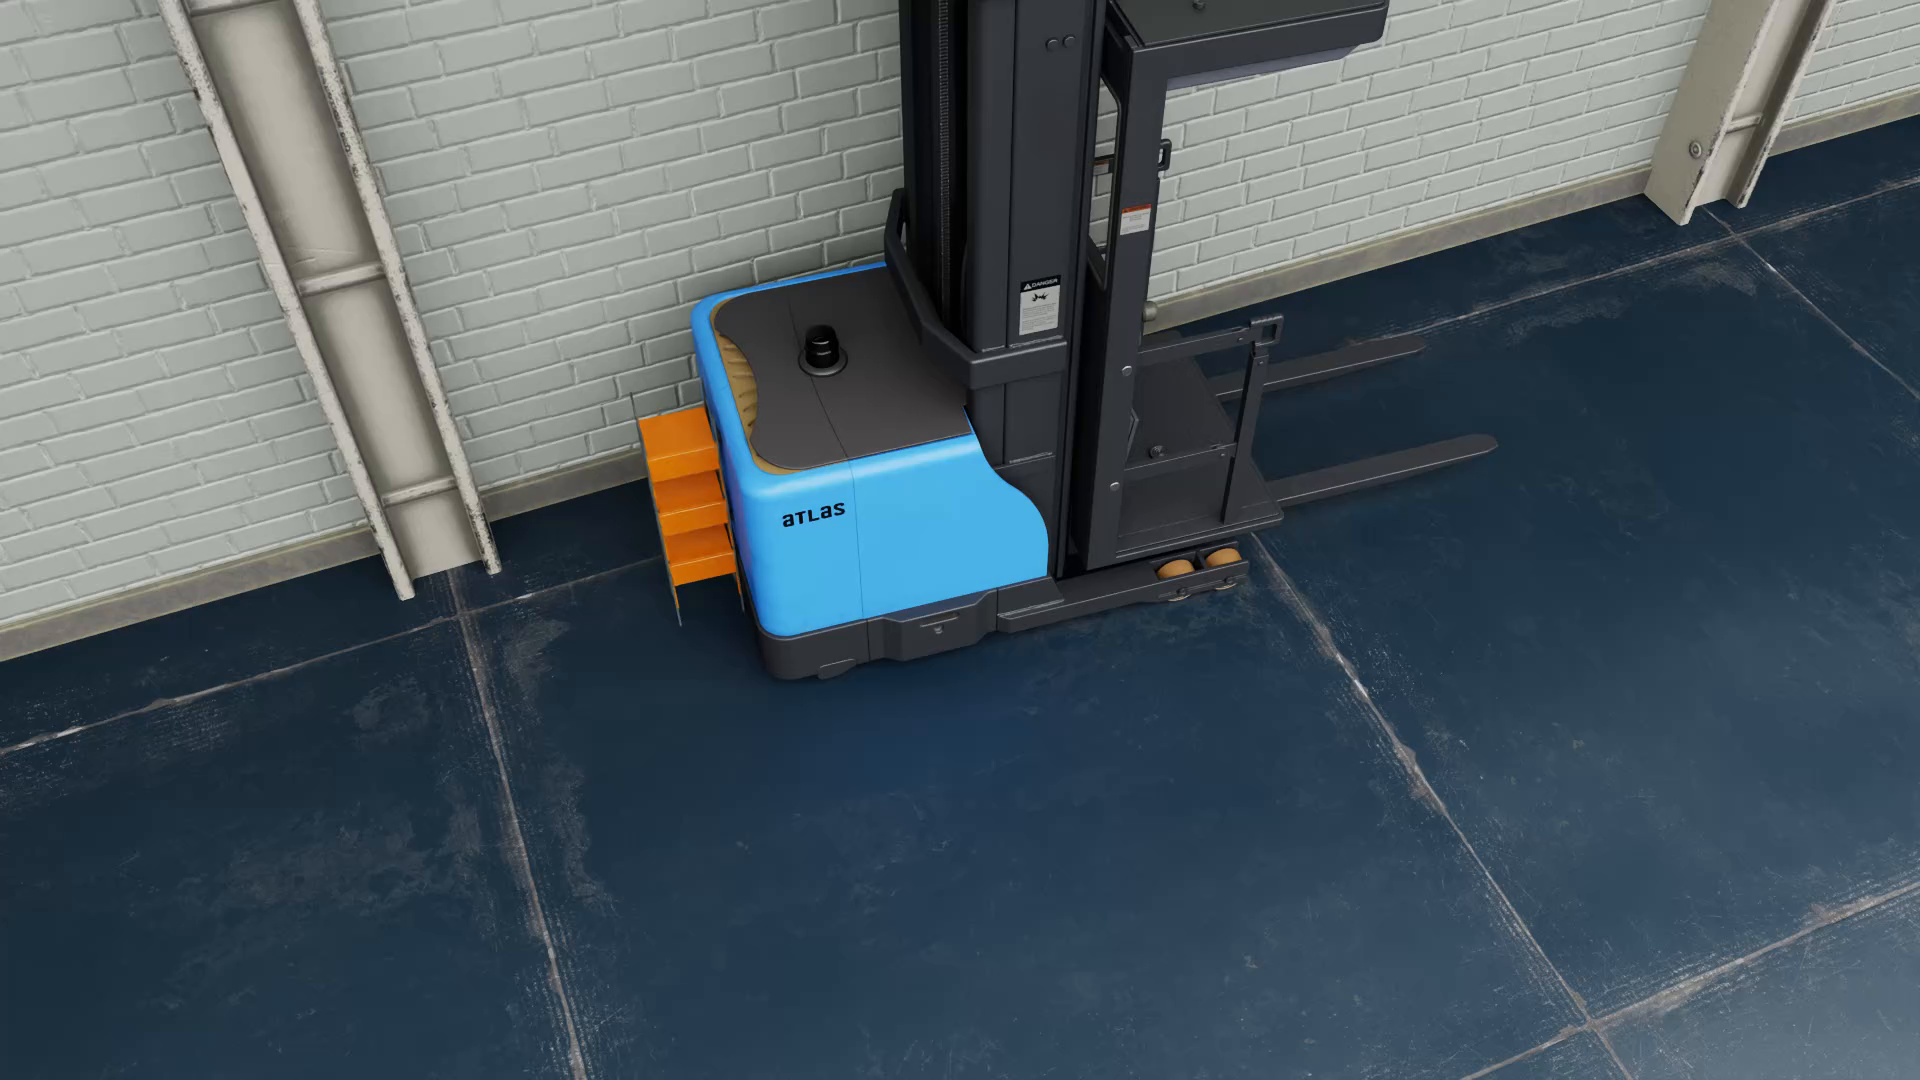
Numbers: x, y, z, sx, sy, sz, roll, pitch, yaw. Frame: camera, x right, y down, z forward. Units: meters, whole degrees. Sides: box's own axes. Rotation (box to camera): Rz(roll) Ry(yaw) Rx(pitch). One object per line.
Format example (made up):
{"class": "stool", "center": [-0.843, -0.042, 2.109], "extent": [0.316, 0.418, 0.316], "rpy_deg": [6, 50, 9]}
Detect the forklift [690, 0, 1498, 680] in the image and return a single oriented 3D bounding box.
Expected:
{"class": "forklift", "center": [0.601, -1.094, 5.598], "extent": [3.031, 2.935, 1.130], "rpy_deg": [-13, 51, -11]}

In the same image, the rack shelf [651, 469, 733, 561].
{"class": "rack shelf", "center": [-0.972, -0.109, 6.006], "extent": [0.240, 0.259, 0.215], "rpy_deg": [-13, 51, -11]}

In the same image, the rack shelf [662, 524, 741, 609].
{"class": "rack shelf", "center": [-0.972, 0.072, 6.217], "extent": [0.240, 0.259, 0.215], "rpy_deg": [-13, 51, -11]}

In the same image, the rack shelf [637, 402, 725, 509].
{"class": "rack shelf", "center": [-0.972, -0.294, 5.791], "extent": [0.240, 0.259, 0.215], "rpy_deg": [-13, 51, -11]}

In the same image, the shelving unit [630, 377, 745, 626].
{"class": "shelving unit", "center": [-0.972, -0.116, 5.998], "extent": [0.252, 1.050, 0.215], "rpy_deg": [-13, 51, -11]}

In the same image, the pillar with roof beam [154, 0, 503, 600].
{"class": "pillar with roof beam", "center": [-0.398, 0.160, 0.521], "extent": [0.400, 9.000, 9.100], "rpy_deg": [-17, 52, -14]}

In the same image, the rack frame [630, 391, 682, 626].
{"class": "rack frame", "center": [-1.088, -0.089, 5.975], "extent": [0.008, 1.050, 0.200], "rpy_deg": [-13, 51, -11]}

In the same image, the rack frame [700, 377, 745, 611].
{"class": "rack frame", "center": [-0.855, -0.143, 6.021], "extent": [0.008, 1.050, 0.200], "rpy_deg": [-13, 51, -11]}

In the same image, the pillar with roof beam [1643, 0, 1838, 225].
{"class": "pillar with roof beam", "center": [5.157, -1.561, 1.999], "extent": [0.400, 9.000, 9.100], "rpy_deg": [-17, 52, -14]}
